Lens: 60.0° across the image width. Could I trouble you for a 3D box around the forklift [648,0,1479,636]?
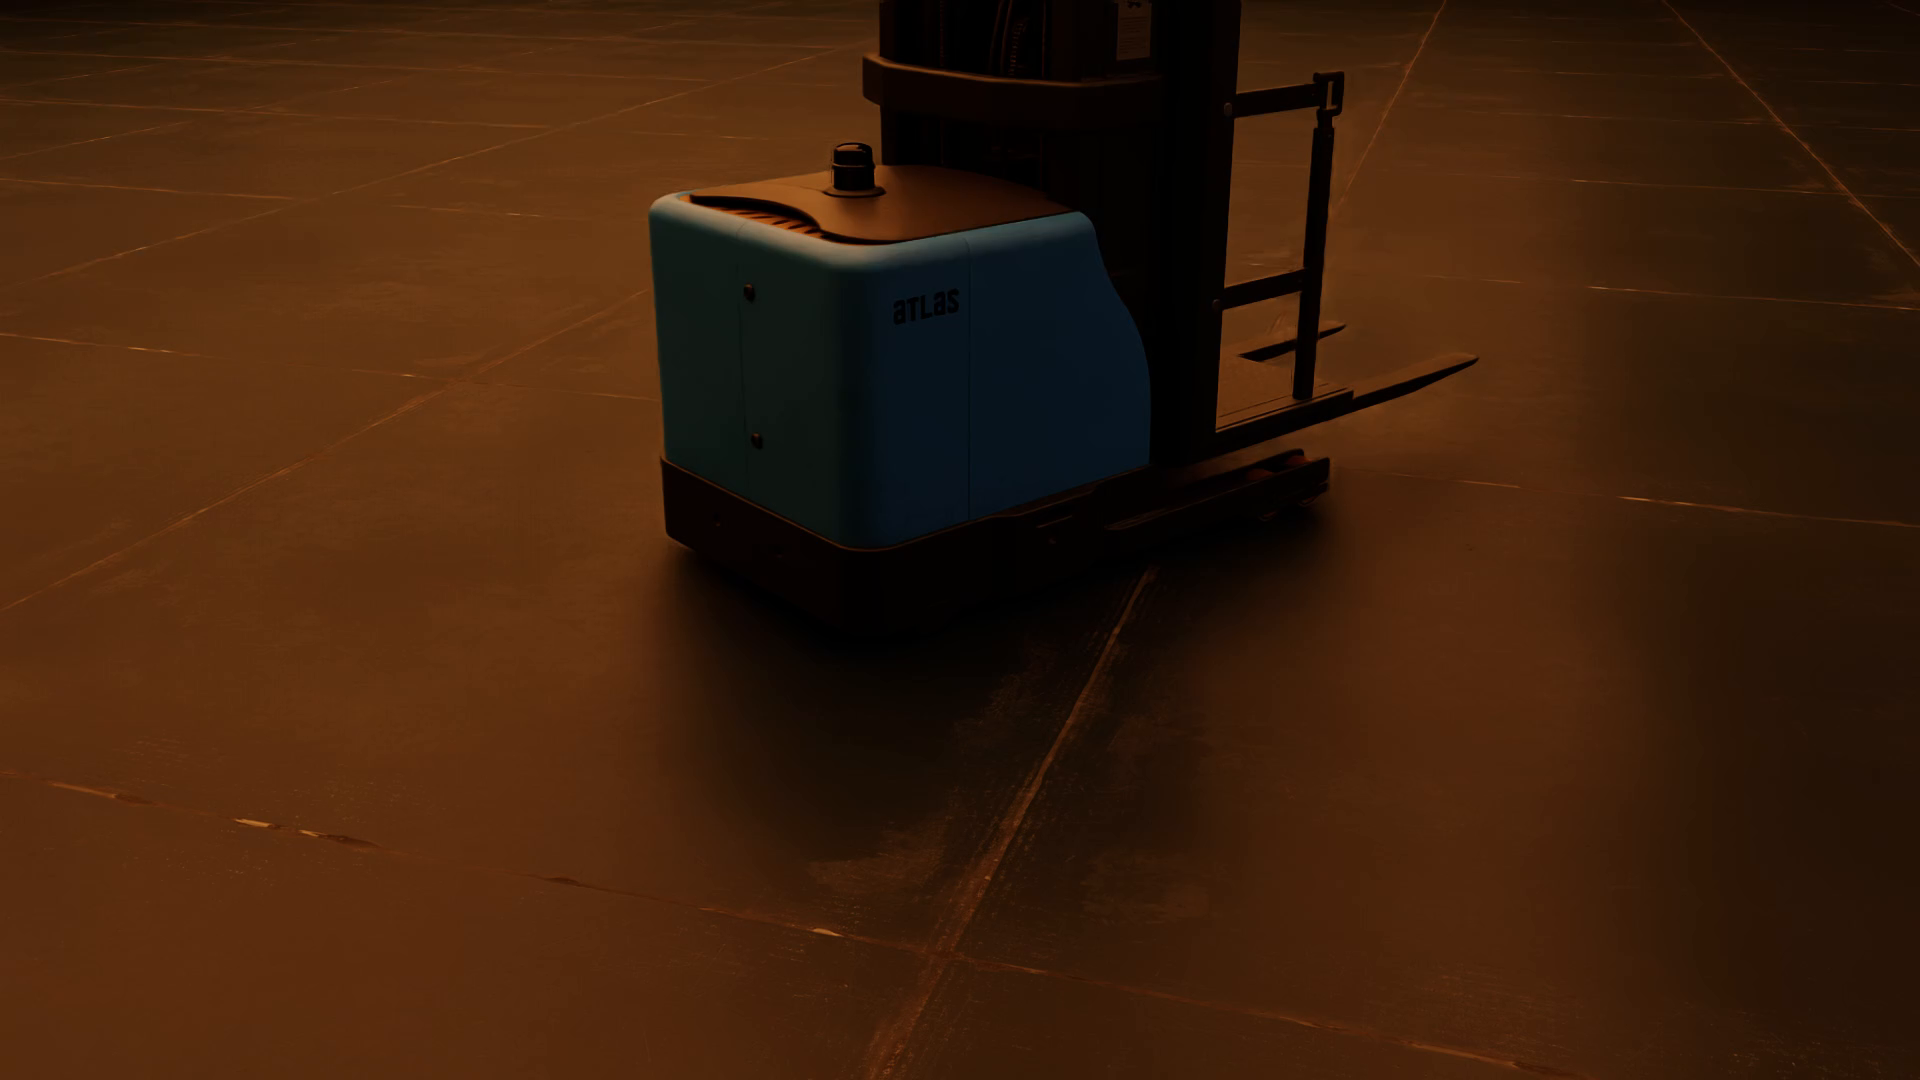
[{"bbox_3d":[0.562,-1.549,5.032,3.031,2.935,1.130,-18,29,-37],"label":"forklift"}]
